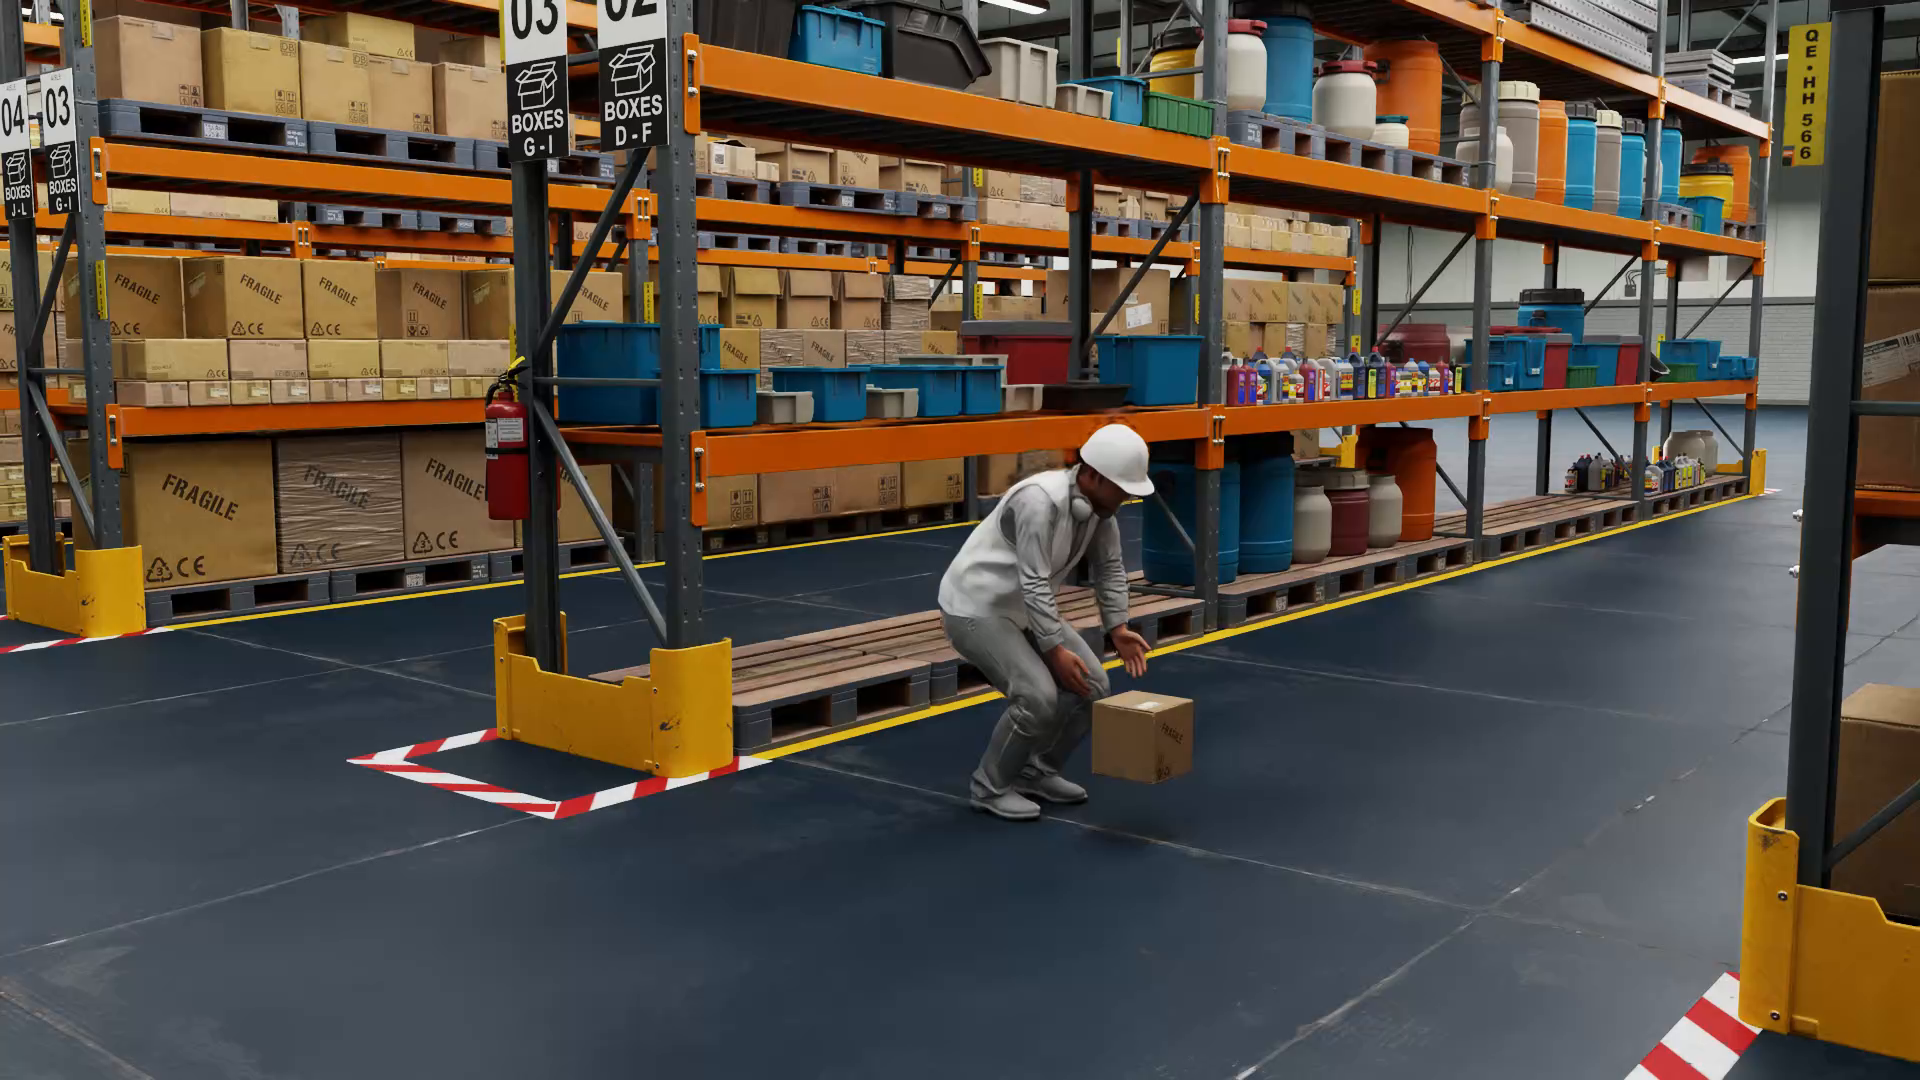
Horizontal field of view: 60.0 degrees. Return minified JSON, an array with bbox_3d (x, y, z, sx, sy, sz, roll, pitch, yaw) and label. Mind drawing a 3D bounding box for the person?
[{"bbox_3d":[0.325,0.275,5.936,0.784,1.392,0.591,5,8,39],"label":"person"}]
